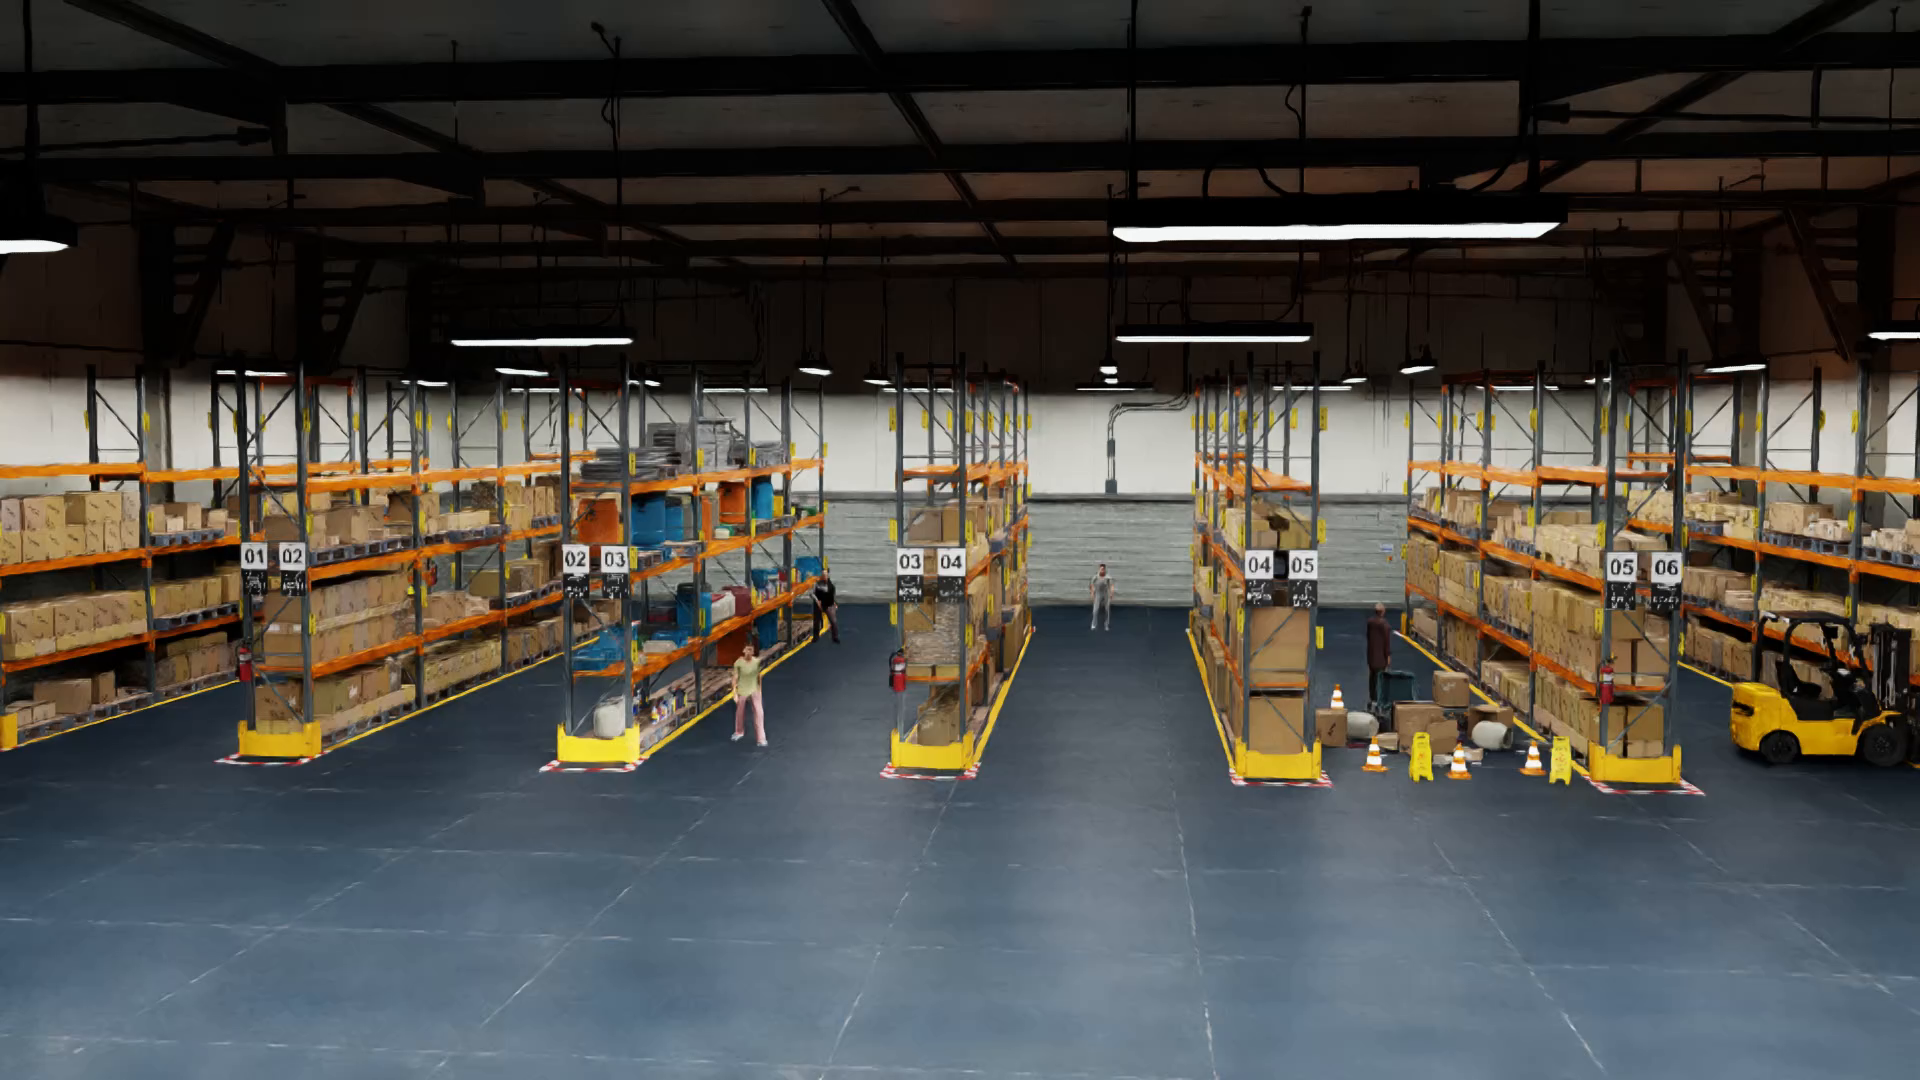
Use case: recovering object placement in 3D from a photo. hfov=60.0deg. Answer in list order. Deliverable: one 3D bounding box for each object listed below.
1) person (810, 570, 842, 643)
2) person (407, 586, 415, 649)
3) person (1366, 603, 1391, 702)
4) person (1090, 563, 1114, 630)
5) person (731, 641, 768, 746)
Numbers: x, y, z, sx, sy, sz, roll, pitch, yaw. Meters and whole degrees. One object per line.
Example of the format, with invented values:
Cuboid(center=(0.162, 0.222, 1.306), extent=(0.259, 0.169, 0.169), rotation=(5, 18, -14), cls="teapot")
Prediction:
Cuboid(center=(-3.071, 1.493, 37.605), extent=(0.676, 1.656, 0.799), rotation=(-1, 4, -15), cls="person")
Cuboid(center=(-10.999, 1.770, 33.489), extent=(0.577, 1.687, 1.121), rotation=(1, 4, 8), cls="person")
Cuboid(center=(7.445, 2.003, 29.410), extent=(0.522, 1.790, 0.654), rotation=(-2, 4, -21), cls="person")
Cuboid(center=(3.414, 1.367, 40.017), extent=(0.580, 1.601, 0.507), rotation=(0, 4, 4), cls="person")
Cuboid(center=(-3.291, 2.364, 25.804), extent=(0.484, 1.622, 0.952), rotation=(-1, 4, -17), cls="person")
